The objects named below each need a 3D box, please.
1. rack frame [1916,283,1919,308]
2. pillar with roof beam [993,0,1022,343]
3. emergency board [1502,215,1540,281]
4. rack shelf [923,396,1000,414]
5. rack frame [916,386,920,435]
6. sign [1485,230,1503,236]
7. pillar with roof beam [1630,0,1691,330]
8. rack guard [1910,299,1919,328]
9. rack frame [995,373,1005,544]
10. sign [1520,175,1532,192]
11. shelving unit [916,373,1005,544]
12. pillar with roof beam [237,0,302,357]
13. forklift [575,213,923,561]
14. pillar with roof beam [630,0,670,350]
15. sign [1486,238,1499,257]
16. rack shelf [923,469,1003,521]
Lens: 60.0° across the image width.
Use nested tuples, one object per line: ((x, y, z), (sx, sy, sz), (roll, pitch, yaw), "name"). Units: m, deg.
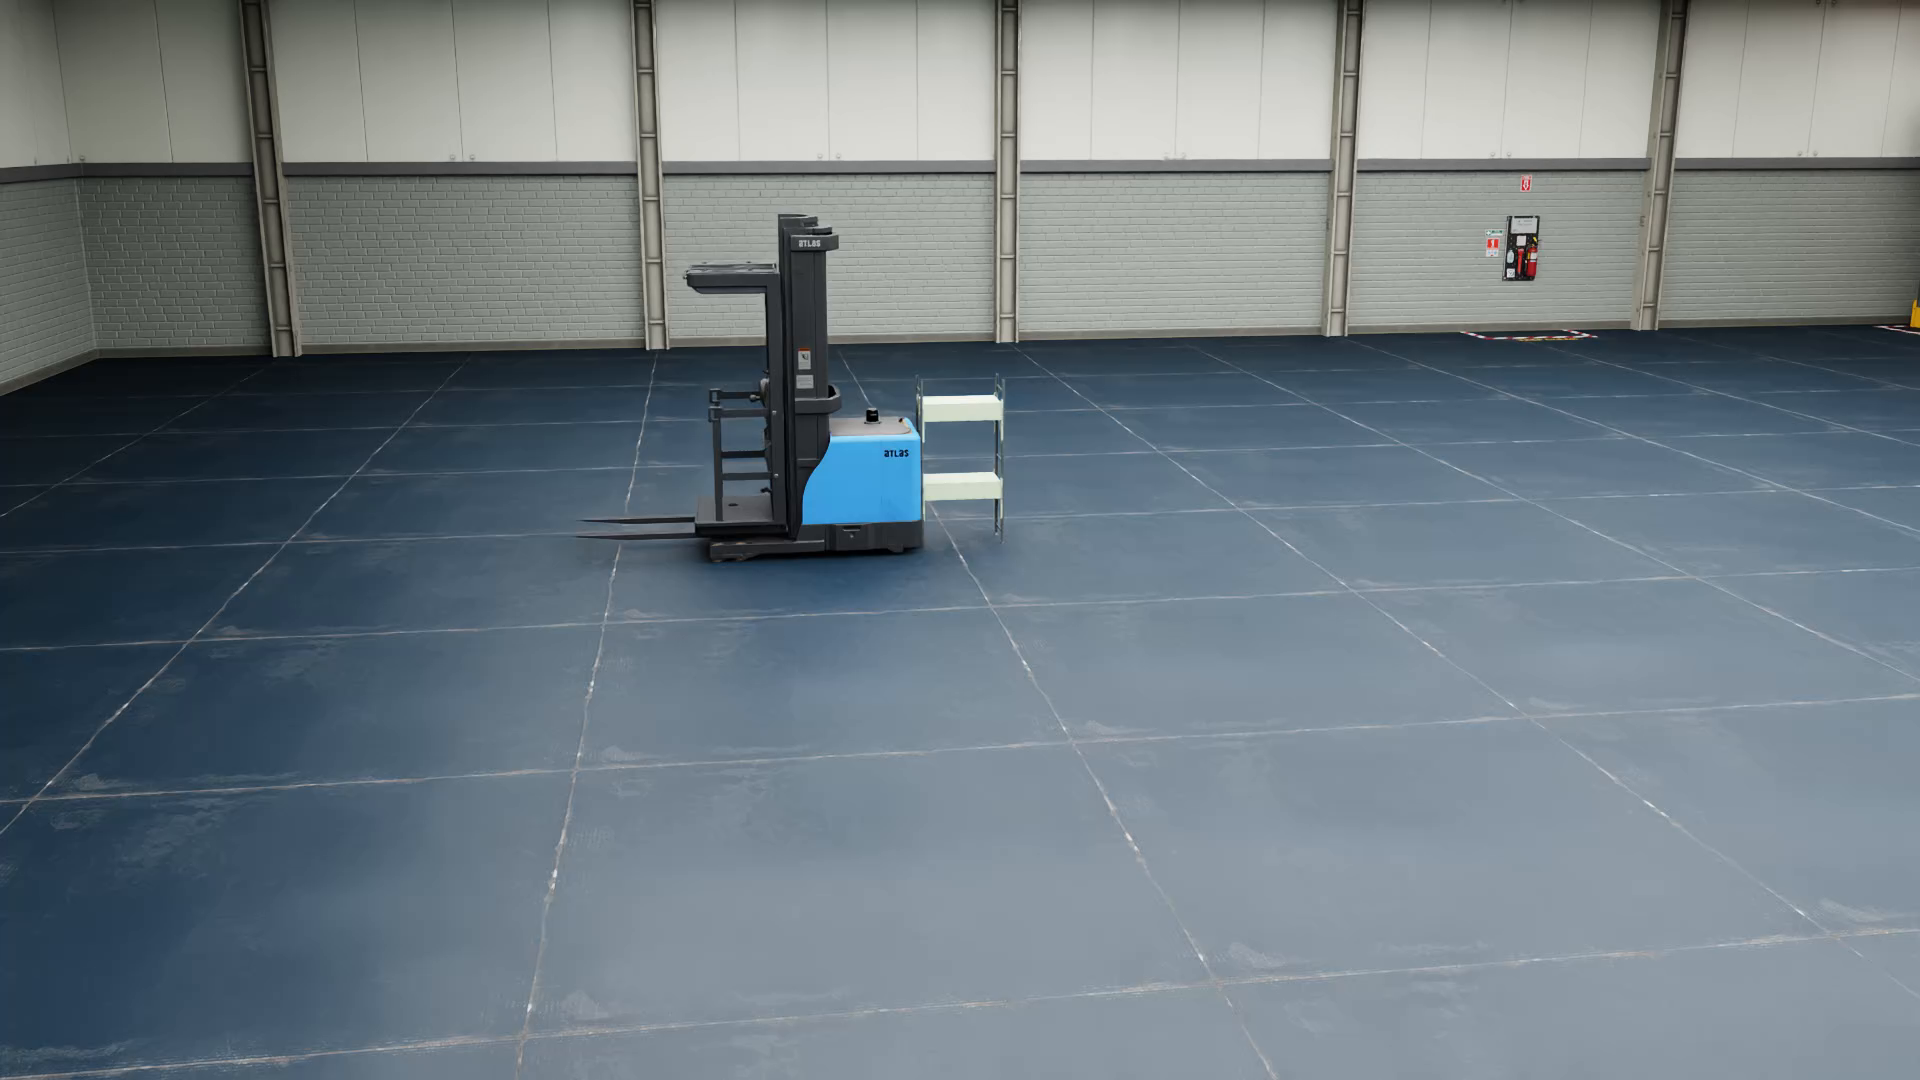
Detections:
((18.040, -5.346, 30.399), (0.127, 3.000, 1.000), (-2, 14, -8), "rack frame")
((1.446, -6.801, 23.870), (0.400, 9.000, 9.100), (-2, 14, -8), "pillar with roof beam")
((10.210, -5.285, 30.159), (0.626, 1.169, 0.157), (-2, 14, -8), "emergency board")
((-0.002, -1.201, 14.948), (0.686, 0.124, 0.368), (-2, 14, -8), "rack shelf")
((-0.364, -0.715, 15.017), (0.010, 1.308, 0.380), (-2, 14, -8), "rack frame")
((9.665, -5.558, 30.085), (0.331, 0.109, 0.001), (-2, 14, -8), "sign")
((13.312, -7.236, 25.604), (0.400, 9.000, 9.100), (-2, 14, -8), "pillar with roof beam")
((18.116, -4.136, 30.714), (0.348, 0.500, 1.175), (-2, 14, -8), "rack guard")
((0.361, -0.740, 15.116), (0.023, 1.500, 0.400), (-2, 14, -8), "rack frame")
((10.199, -6.429, 29.955), (0.199, 0.298, 0.001), (-2, 14, -8), "sign")
((0.002, -0.727, 15.068), (0.748, 1.500, 0.431), (-2, 14, -8), "shelving unit")
((-10.420, -6.366, 22.136), (0.400, 9.000, 9.100), (-2, 14, -8), "pillar with roof beam")
((-1.892, -1.366, 14.672), (3.031, 2.935, 1.130), (-2, 14, -7), "forklift")
((-4.487, -6.584, 23.003), (0.400, 9.000, 9.100), (-2, 14, -8), "pillar with roof beam")
((9.659, -5.303, 30.157), (0.234, 0.329, 0.001), (-2, 14, -8), "sign")
((-0.002, -0.411, 15.147), (0.720, 0.370, 0.431), (-2, 14, -8), "rack shelf")
